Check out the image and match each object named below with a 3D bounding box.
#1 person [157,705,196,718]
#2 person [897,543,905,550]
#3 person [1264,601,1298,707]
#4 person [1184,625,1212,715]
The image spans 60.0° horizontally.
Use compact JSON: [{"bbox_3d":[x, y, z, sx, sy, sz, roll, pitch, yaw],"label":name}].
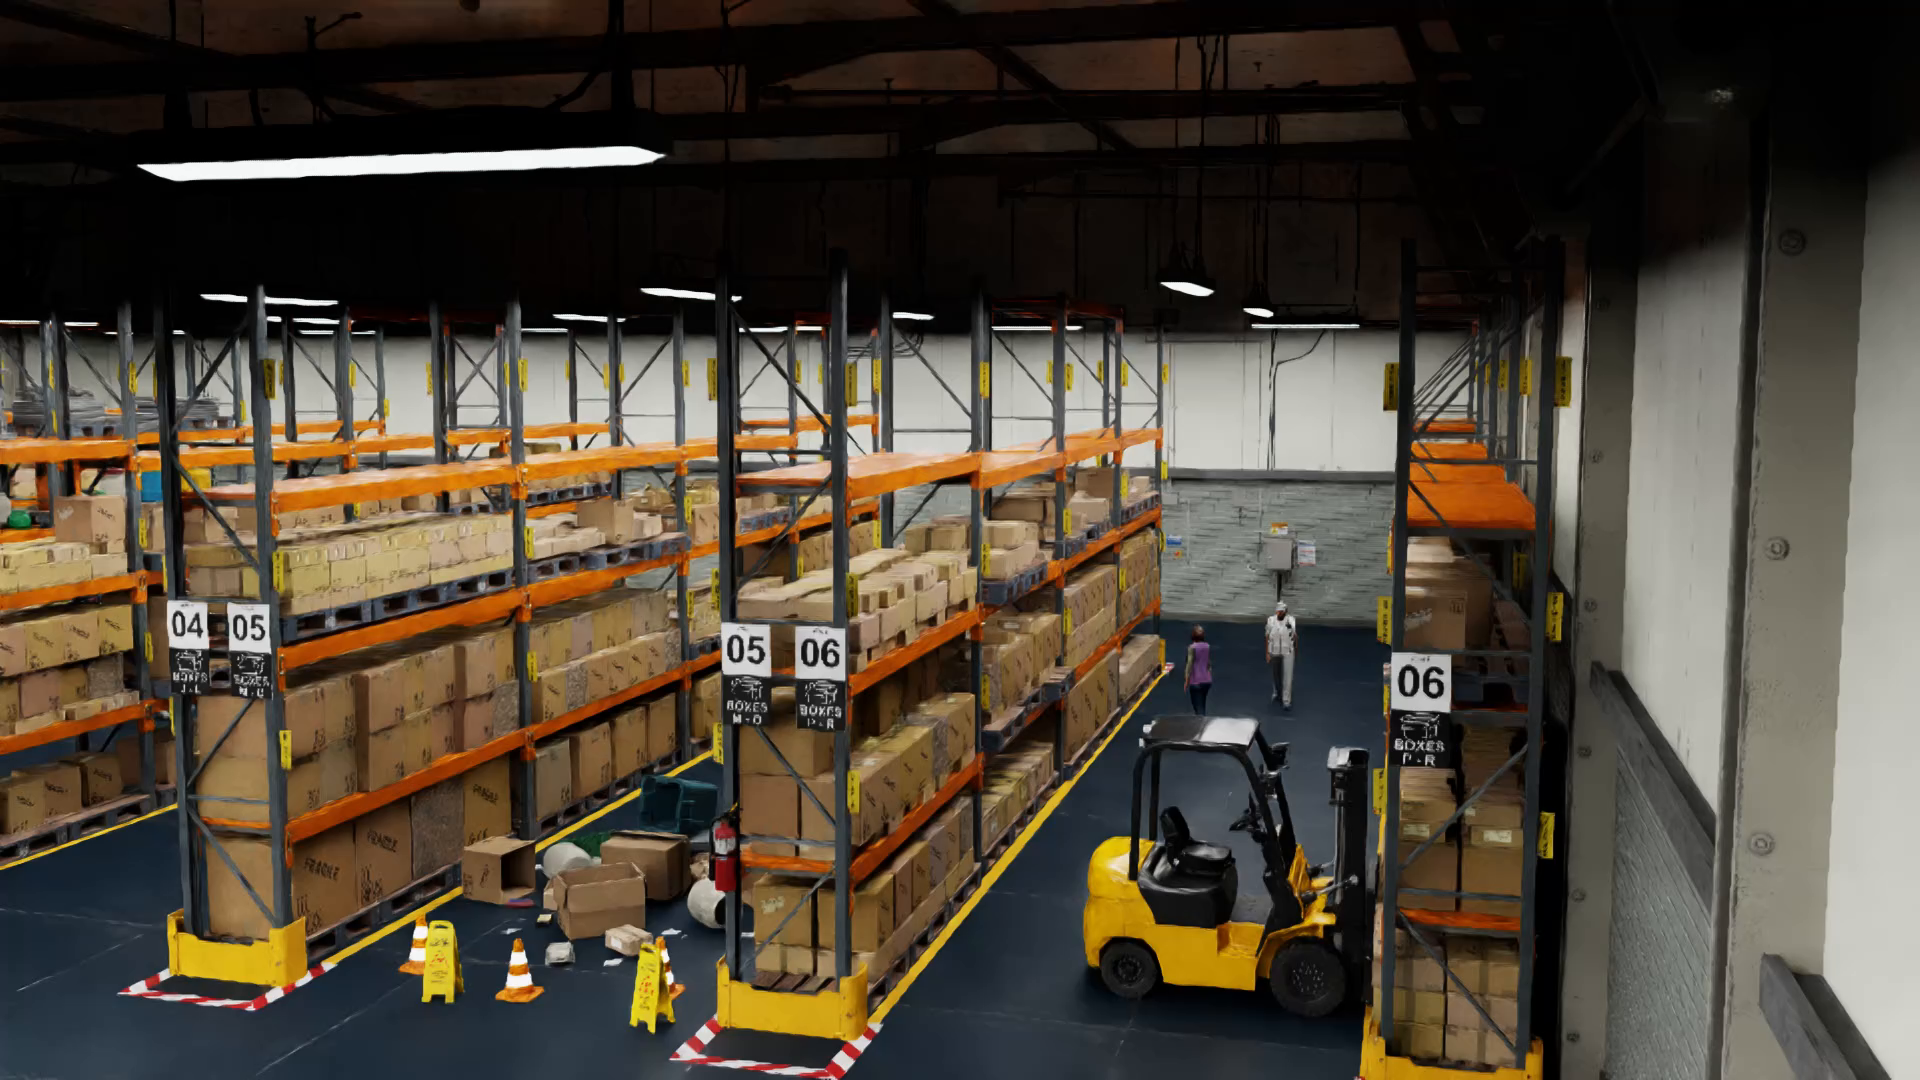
[{"bbox_3d":[-11.562,1.683,24.450,0.464,1.772,0.645,-1,6,-8],"label":"person"},{"bbox_3d":[-1.073,0.921,32.089,0.633,1.737,1.042,5,8,37],"label":"person"},{"bbox_3d":[4.878,1.694,25.284,0.497,1.583,1.090,2,6,17],"label":"person"},{"bbox_3d":[3.243,1.965,22.742,0.522,1.577,0.527,-6,8,-43],"label":"person"}]
